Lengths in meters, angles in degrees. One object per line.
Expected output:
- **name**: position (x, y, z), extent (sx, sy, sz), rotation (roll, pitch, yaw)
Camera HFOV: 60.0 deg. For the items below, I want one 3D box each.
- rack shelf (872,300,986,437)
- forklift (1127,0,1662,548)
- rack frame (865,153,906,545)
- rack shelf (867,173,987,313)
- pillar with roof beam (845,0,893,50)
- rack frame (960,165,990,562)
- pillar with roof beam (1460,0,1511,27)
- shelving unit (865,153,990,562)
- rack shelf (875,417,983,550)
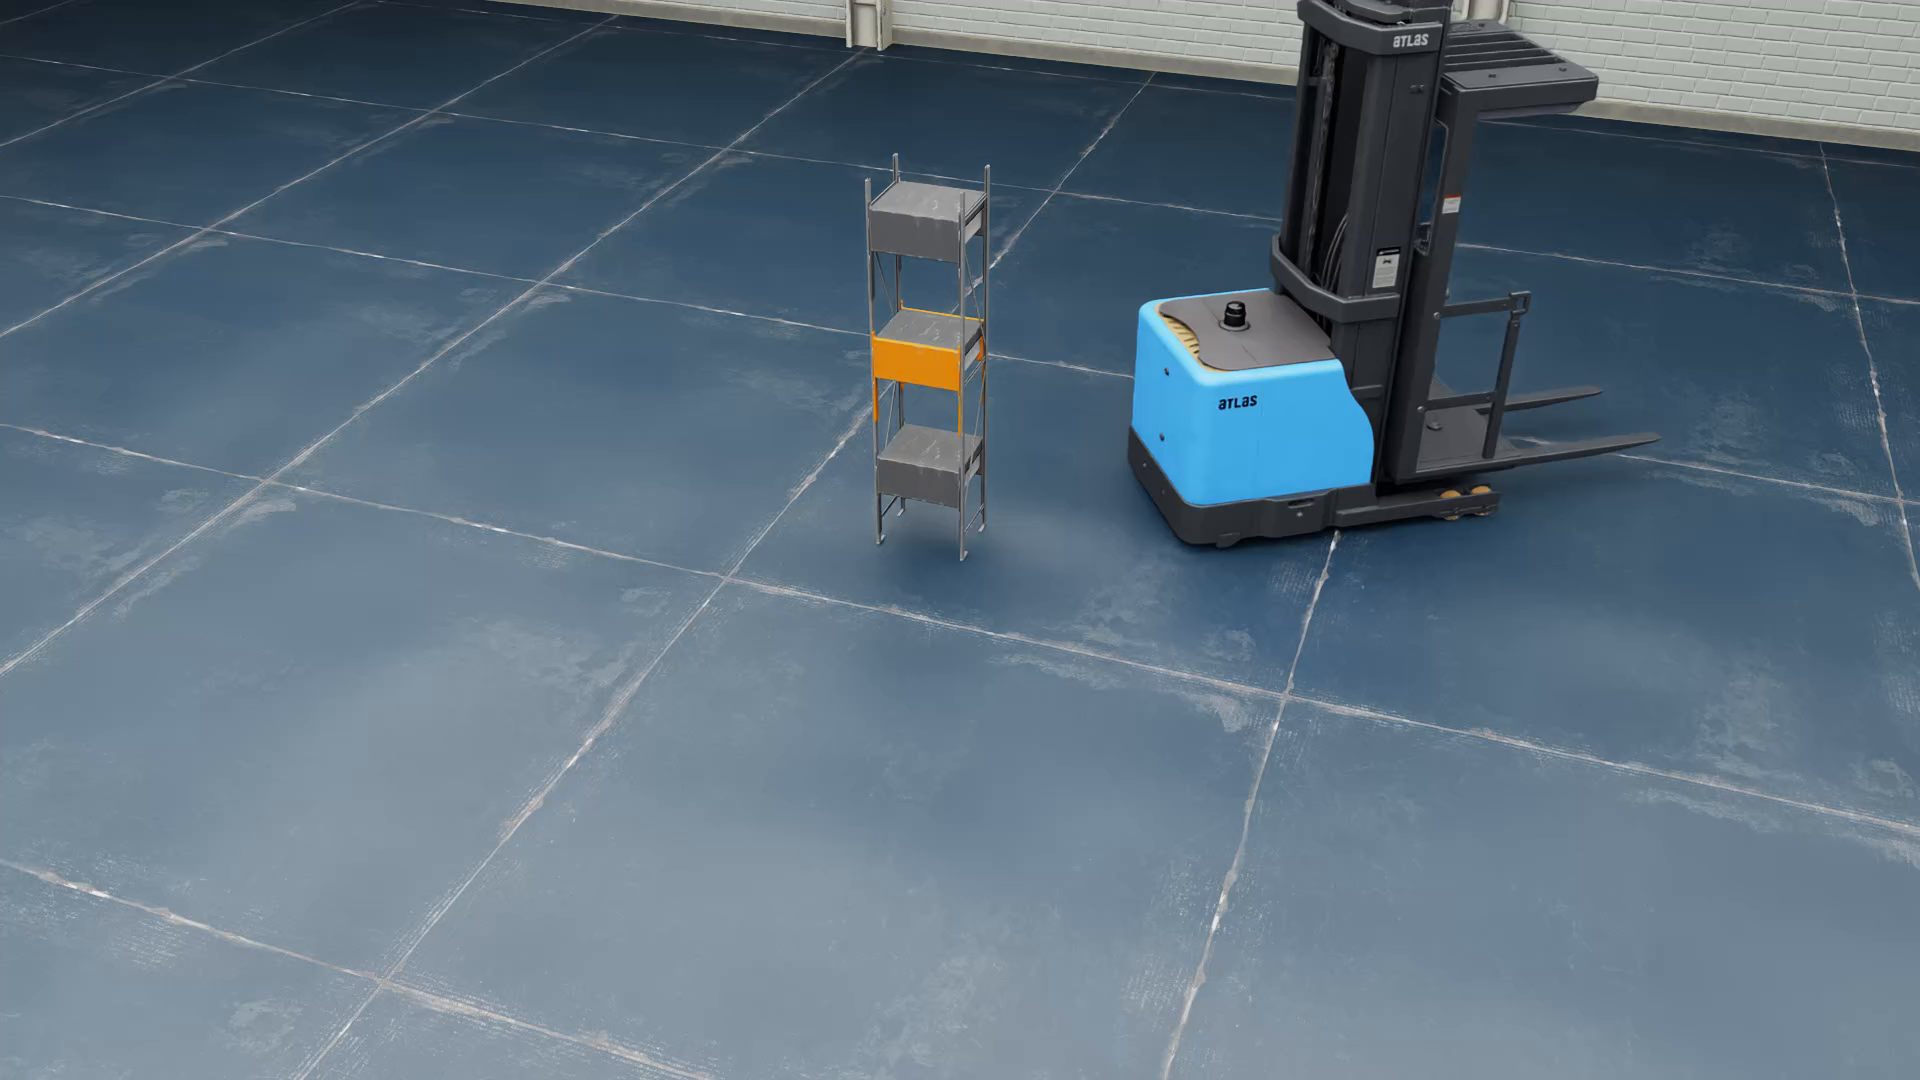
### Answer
- **rack shelf**: position (-0.156, -0.901, 8.703), extent (0.480, 0.518, 0.431), rotation (11, 34, 16)
- **forklift**: position (2.561, -1.612, 9.013), extent (3.031, 2.935, 1.130), rotation (-8, 34, -12)
- **rack frame**: position (-0.386, -0.957, 8.765), extent (0.015, 2.100, 0.400), rotation (11, 34, 16)
- **rack shelf**: position (-0.156, -1.489, 8.323), extent (0.480, 0.518, 0.431), rotation (11, 34, 16)
- **pillar with roof beam**: position (-2.381, -6.684, 11.275), extent (0.400, 9.000, 9.100), rotation (11, 34, 16)
- **rack frame**: position (0.074, -0.868, 8.626), extent (0.015, 2.100, 0.400), rotation (11, 34, 16)
- **pillar with roof beam**: position (3.267, -5.586, 9.574), extent (0.400, 9.000, 9.100), rotation (11, 34, 16)
- **shelving unit**: position (-0.156, -0.912, 8.695), extent (0.503, 2.100, 0.431), rotation (11, 34, 16)
- **rack shelf**: position (-0.156, -0.313, 9.083), extent (0.480, 0.518, 0.431), rotation (11, 34, 16)
